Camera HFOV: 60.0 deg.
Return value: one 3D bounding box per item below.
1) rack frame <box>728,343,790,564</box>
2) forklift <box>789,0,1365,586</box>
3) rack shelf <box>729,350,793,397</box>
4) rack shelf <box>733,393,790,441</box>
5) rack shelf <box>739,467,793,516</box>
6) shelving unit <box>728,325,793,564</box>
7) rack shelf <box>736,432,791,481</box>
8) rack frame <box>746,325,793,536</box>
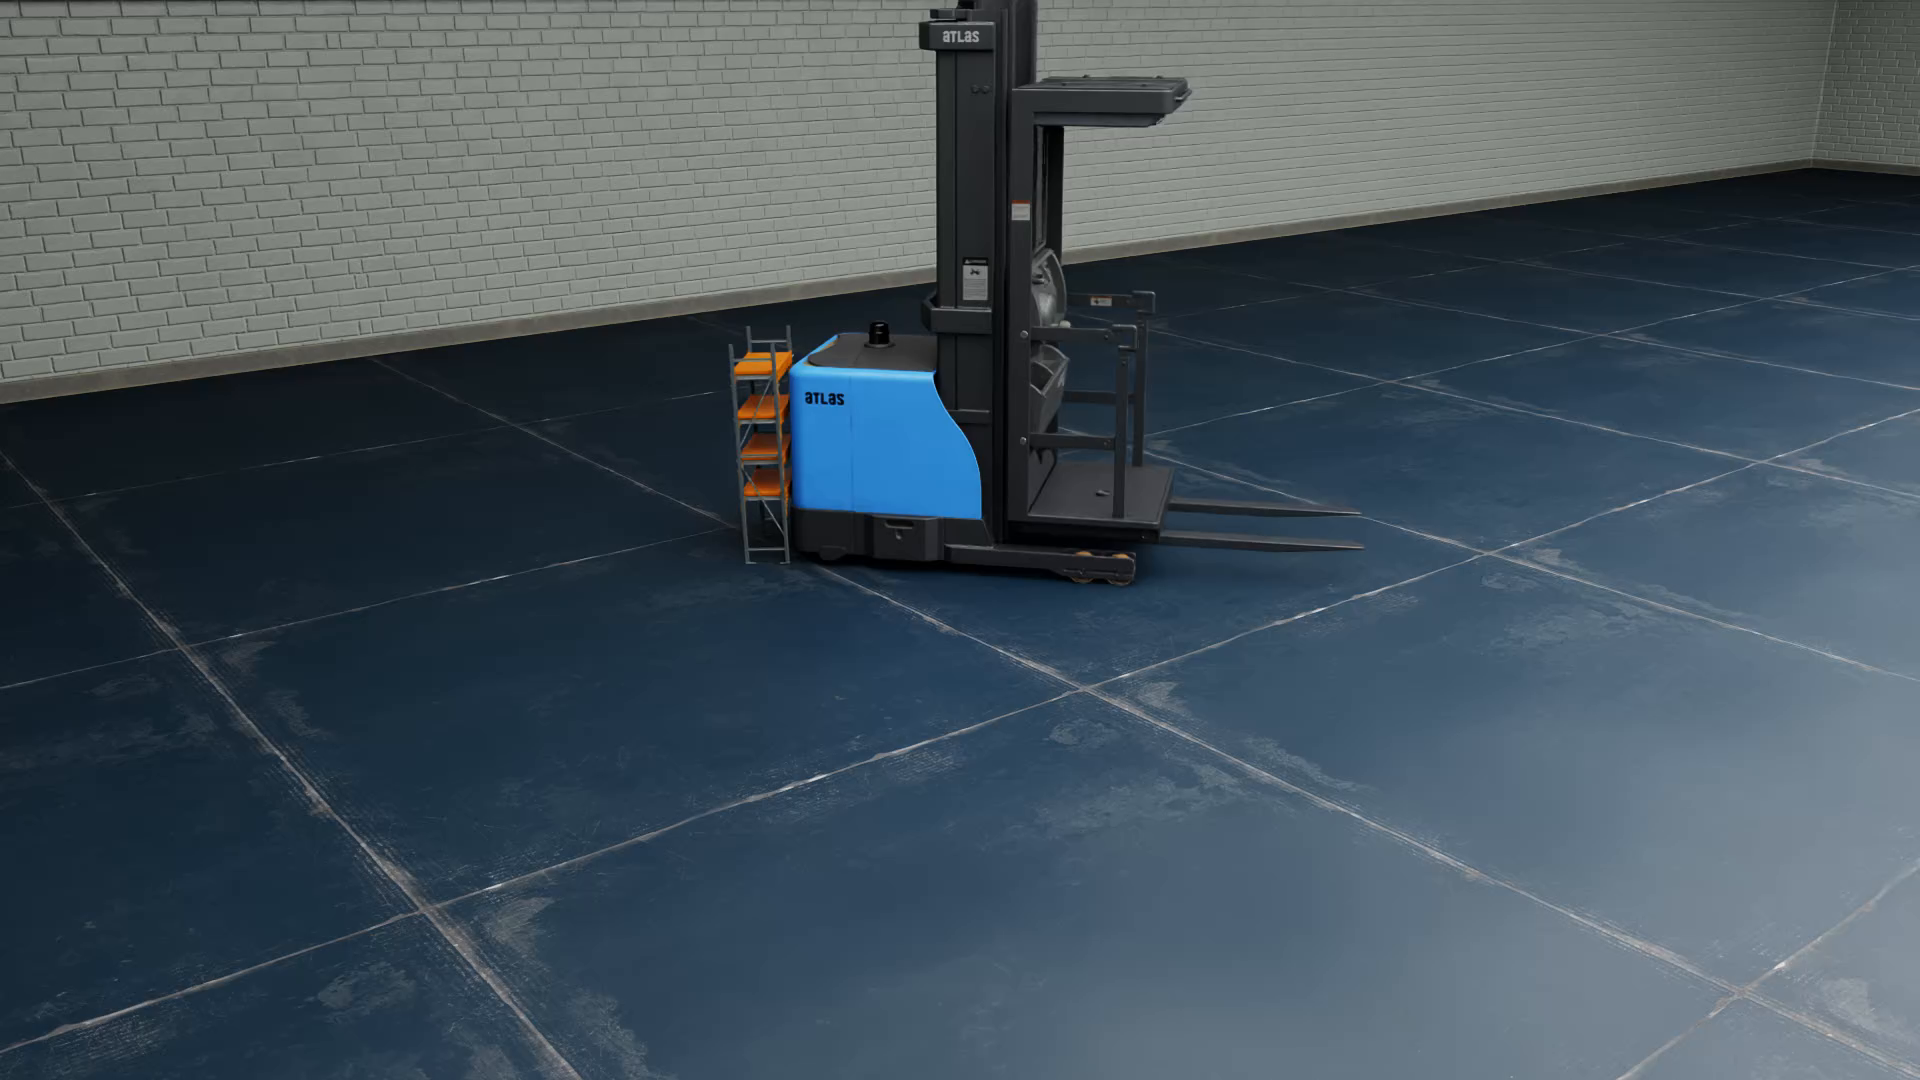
[{"bbox_3d":[-1.057,-0.442,8.772,0.240,1.200,0.015,-1,18,4],"label":"rack frame"},{"bbox_3d":[0.655,-1.334,8.728,3.031,2.935,1.130,4,19,11],"label":"forklift"},{"bbox_3d":[-1.054,-0.891,8.881,0.258,0.148,0.480,-1,18,4],"label":"rack shelf"},{"bbox_3d":[-1.046,-0.667,8.955,0.258,0.148,0.480,-1,18,4],"label":"rack shelf"},{"bbox_3d":[-1.031,-0.266,9.086,0.258,0.148,0.480,-1,18,4],"label":"rack shelf"},{"bbox_3d":[-1.040,-0.518,9.004,0.258,1.200,0.503,-1,18,4],"label":"shelving unit"},{"bbox_3d":[-1.038,-0.454,9.024,0.258,0.148,0.480,-1,18,4],"label":"rack shelf"},{"bbox_3d":[-1.024,-0.594,9.235,0.240,1.200,0.015,-1,18,4],"label":"rack frame"}]
